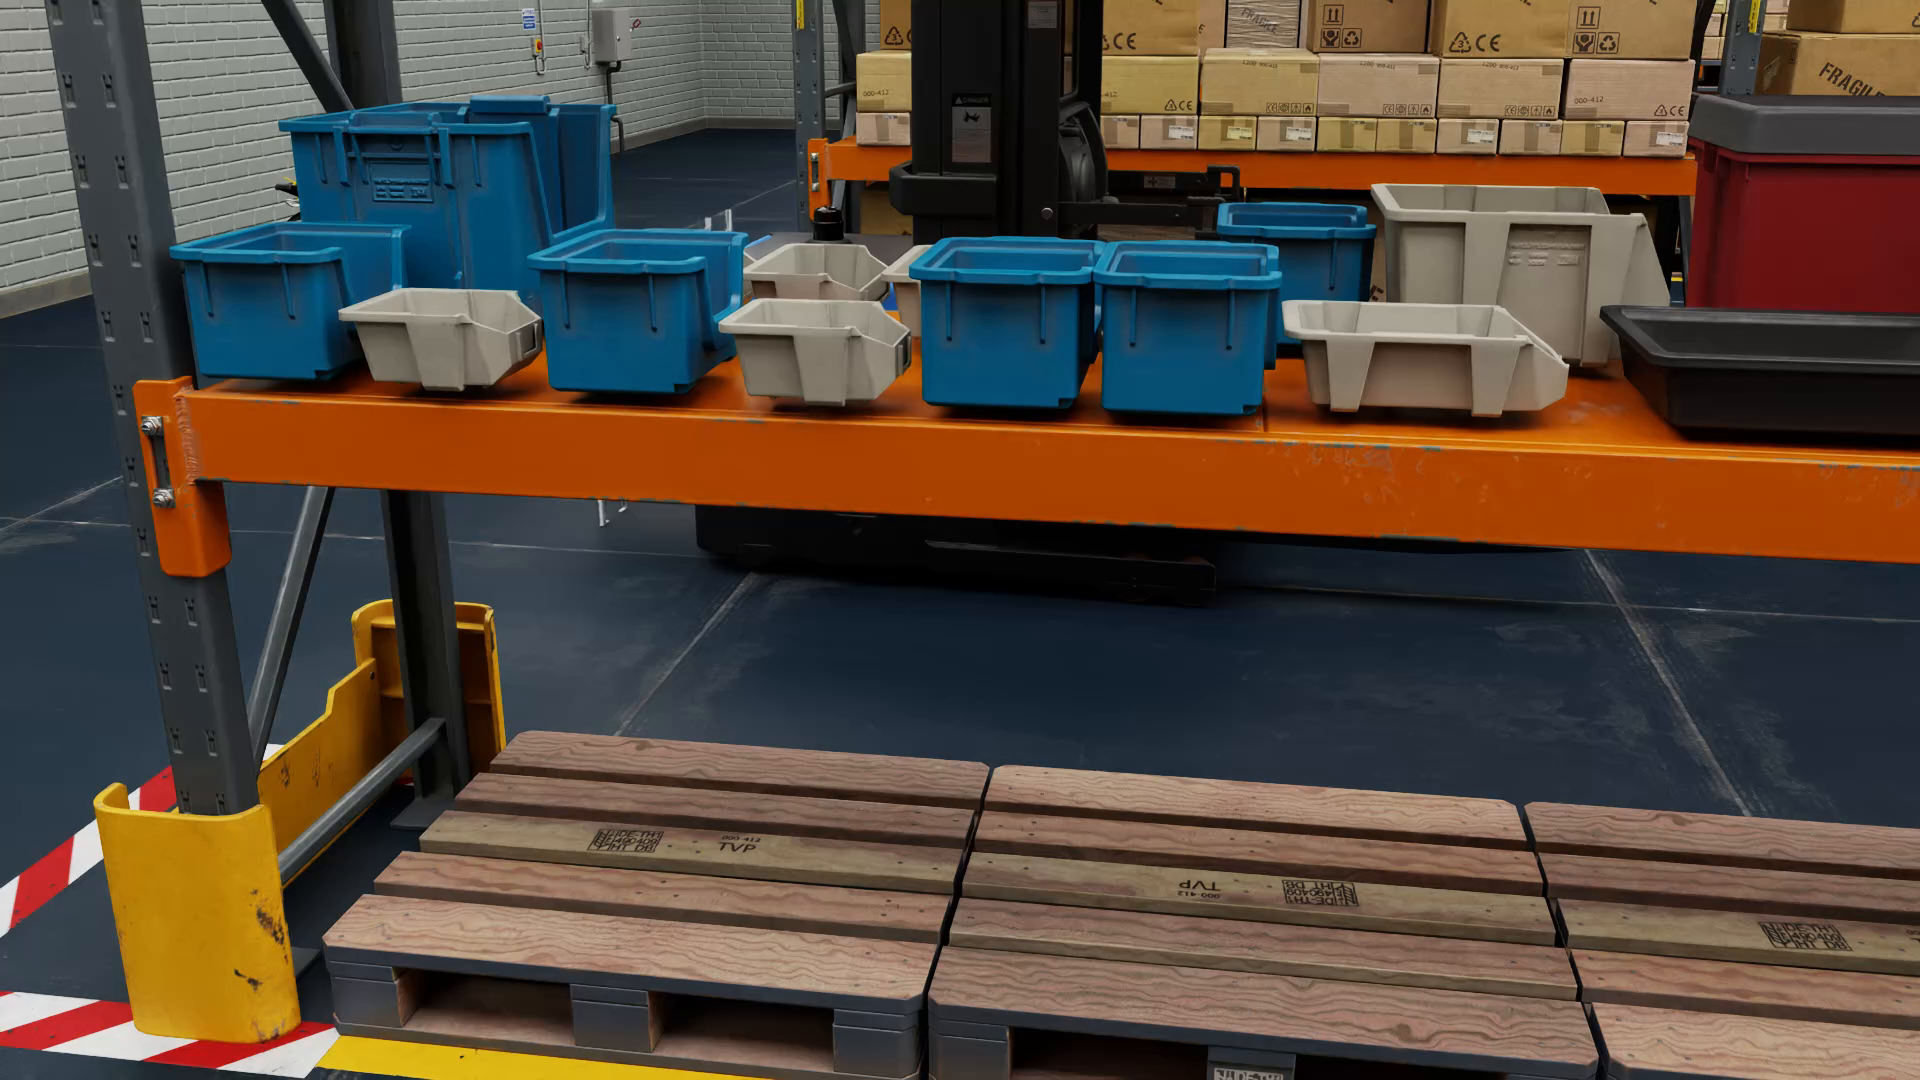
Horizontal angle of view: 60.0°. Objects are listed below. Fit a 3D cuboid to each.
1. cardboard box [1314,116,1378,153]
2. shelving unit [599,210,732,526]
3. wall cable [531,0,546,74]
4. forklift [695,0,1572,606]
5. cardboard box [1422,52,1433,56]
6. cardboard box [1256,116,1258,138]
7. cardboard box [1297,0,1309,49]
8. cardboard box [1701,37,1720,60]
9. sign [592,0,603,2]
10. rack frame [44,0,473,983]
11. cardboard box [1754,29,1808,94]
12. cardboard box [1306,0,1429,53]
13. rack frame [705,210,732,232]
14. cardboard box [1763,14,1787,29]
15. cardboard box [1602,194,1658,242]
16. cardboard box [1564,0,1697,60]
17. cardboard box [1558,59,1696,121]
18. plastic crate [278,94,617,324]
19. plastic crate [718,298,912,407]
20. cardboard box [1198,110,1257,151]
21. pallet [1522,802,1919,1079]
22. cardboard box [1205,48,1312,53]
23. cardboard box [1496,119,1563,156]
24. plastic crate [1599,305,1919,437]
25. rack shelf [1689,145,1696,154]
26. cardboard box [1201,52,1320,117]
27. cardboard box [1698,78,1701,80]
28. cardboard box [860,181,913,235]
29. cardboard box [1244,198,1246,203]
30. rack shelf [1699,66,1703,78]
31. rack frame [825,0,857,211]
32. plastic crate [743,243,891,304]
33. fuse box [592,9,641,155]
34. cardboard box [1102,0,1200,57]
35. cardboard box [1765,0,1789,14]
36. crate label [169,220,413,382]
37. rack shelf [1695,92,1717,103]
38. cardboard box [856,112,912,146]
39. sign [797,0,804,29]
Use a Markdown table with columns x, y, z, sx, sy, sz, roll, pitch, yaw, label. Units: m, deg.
| x | y | z | sx | sy | sz | roll | pitch | yaw | label |
| --- | --- | --- | --- | --- | --- | --- | --- | --- | --- |
| 1.711 | -1.819 | 7.409 | 0.250 | 0.149 | 0.380 | 3 | 19 | 8 | cardboard box |
| -1.126 | -0.644 | 6.335 | 0.503 | 1.200 | 0.258 | 4 | 19 | 11 | shelving unit |
| -4.616 | -6.040 | 17.978 | 0.123 | 1.953 | 0.585 | 3 | 19 | 9 | wall cable |
| 0.615 | -1.350 | 5.717 | 3.031 | 2.935 | 1.130 | 4 | 19 | 11 | forklift |
| 2.420 | -2.163 | 7.809 | 0.500 | 0.250 | 0.500 | 3 | 19 | 8 | cardboard box |
| 1.554 | -2.039 | 8.066 | 0.250 | 0.149 | 0.380 | 2 | 19 | 7 | cardboard box |
| 2.693 | -3.686 | 11.966 | 0.500 | 0.500 | 0.500 | 3 | 19 | 8 | cardboard box |
| 5.056 | -3.400 | 11.472 | 0.250 | 0.149 | 0.380 | 3 | 19 | 9 | cardboard box |
| -4.352 | -6.579 | 19.937 | 0.001 | 0.242 | 0.339 | 3 | 19 | 9 | sign |
| -1.403 | -0.611 | 3.401 | 0.127 | 3.000 | 1.000 | 3 | 19 | 9 | rack frame |
| 3.838 | -2.071 | 7.607 | 0.500 | 0.500 | 0.500 | 3 | 19 | 9 | cardboard box |
| 1.901 | -2.543 | 7.761 | 0.500 | 0.500 | 0.500 | 2 | 19 | 7 | cardboard box |
| -0.887 | -0.628 | 6.288 | 0.015 | 1.200 | 0.240 | 4 | 19 | 11 | rack frame |
| 5.569 | -3.516 | 11.350 | 0.250 | 0.149 | 0.380 | 4 | 19 | 11 | cardboard box |
| 2.693 | -1.211 | 7.882 | 0.875 | 0.875 | 0.875 | 3 | 19 | 9 | cardboard box |
| 2.836 | -2.326 | 7.113 | 0.500 | 0.500 | 0.500 | 3 | 19 | 10 | cardboard box |
| 2.855 | -1.971 | 7.234 | 0.500 | 0.250 | 0.500 | 3 | 19 | 8 | cardboard box |
| -1.042 | -0.698 | 3.511 | 0.499 | 0.435 | 0.616 | 3 | 19 | 9 | plastic crate |
| -0.238 | -0.322 | 2.860 | 0.298 | 0.136 | 0.250 | 3 | 19 | 9 | plastic crate |
| 1.200 | -1.845 | 7.486 | 0.250 | 0.149 | 0.380 | 2 | 19 | 7 | cardboard box |
| 1.815 | 0.888 | 3.316 | 1.213 | 0.211 | 1.003 | 3 | 19 | 9 | pallet |
| 1.422 | -2.215 | 7.963 | 0.500 | 0.250 | 0.500 | 3 | 19 | 9 | cardboard box |
| 2.472 | -1.781 | 7.293 | 0.250 | 0.149 | 0.380 | 3 | 19 | 8 | cardboard box |
| 1.399 | -0.280 | 2.751 | 0.590 | 0.125 | 0.437 | 3 | 19 | 9 | plastic crate |
| 5.307 | -1.519 | 7.250 | 4.000 | 0.370 | 1.077 | 3 | 19 | 9 | rack shelf |
| 1.340 | -2.049 | 7.466 | 0.500 | 0.250 | 0.500 | 3 | 19 | 8 | cardboard box |
| 7.305 | -4.163 | 16.705 | 0.875 | 0.875 | 0.875 | 3 | 19 | 9 | cardboard box |
| 0.028 | -1.347 | 8.288 | 0.875 | 0.875 | 0.875 | 3 | 19 | 9 | cardboard box |
| 2.051 | -2.546 | 12.546 | 0.250 | 0.149 | 0.380 | 4 | 19 | 11 | cardboard box |
| 6.879 | -4.624 | 16.529 | 4.000 | 0.370 | 1.077 | 3 | 19 | 9 | rack shelf |
| -0.616 | -2.164 | 8.042 | 0.053 | 2.616 | 0.949 | 3 | 19 | 9 | rack frame |
| -0.285 | -0.511 | 3.423 | 0.243 | 0.136 | 0.396 | 3 | 19 | 9 | plastic crate |
| -4.139 | -5.583 | 20.293 | 0.414 | 1.711 | 0.539 | 3 | 19 | 9 | fuse box |
| 0.820 | -2.430 | 7.424 | 0.500 | 0.500 | 0.500 | 2 | 19 | 7 | cardboard box |
| 5.563 | -3.656 | 11.300 | 0.250 | 0.149 | 0.380 | 3 | 19 | 8 | cardboard box |
| -1.211 | -0.444 | 3.073 | 0.303 | 0.233 | 0.416 | 3 | 19 | 9 | crate label |
| 6.194 | -3.068 | 11.879 | 4.000 | 0.370 | 1.077 | 3 | 19 | 9 | rack shelf |
| -0.319 | -1.922 | 7.716 | 0.250 | 0.149 | 0.380 | 3 | 19 | 9 | cardboard box |
| -0.711 | -2.437 | 7.370 | 0.005 | 0.325 | 0.100 | 3 | 19 | 9 | sign |
